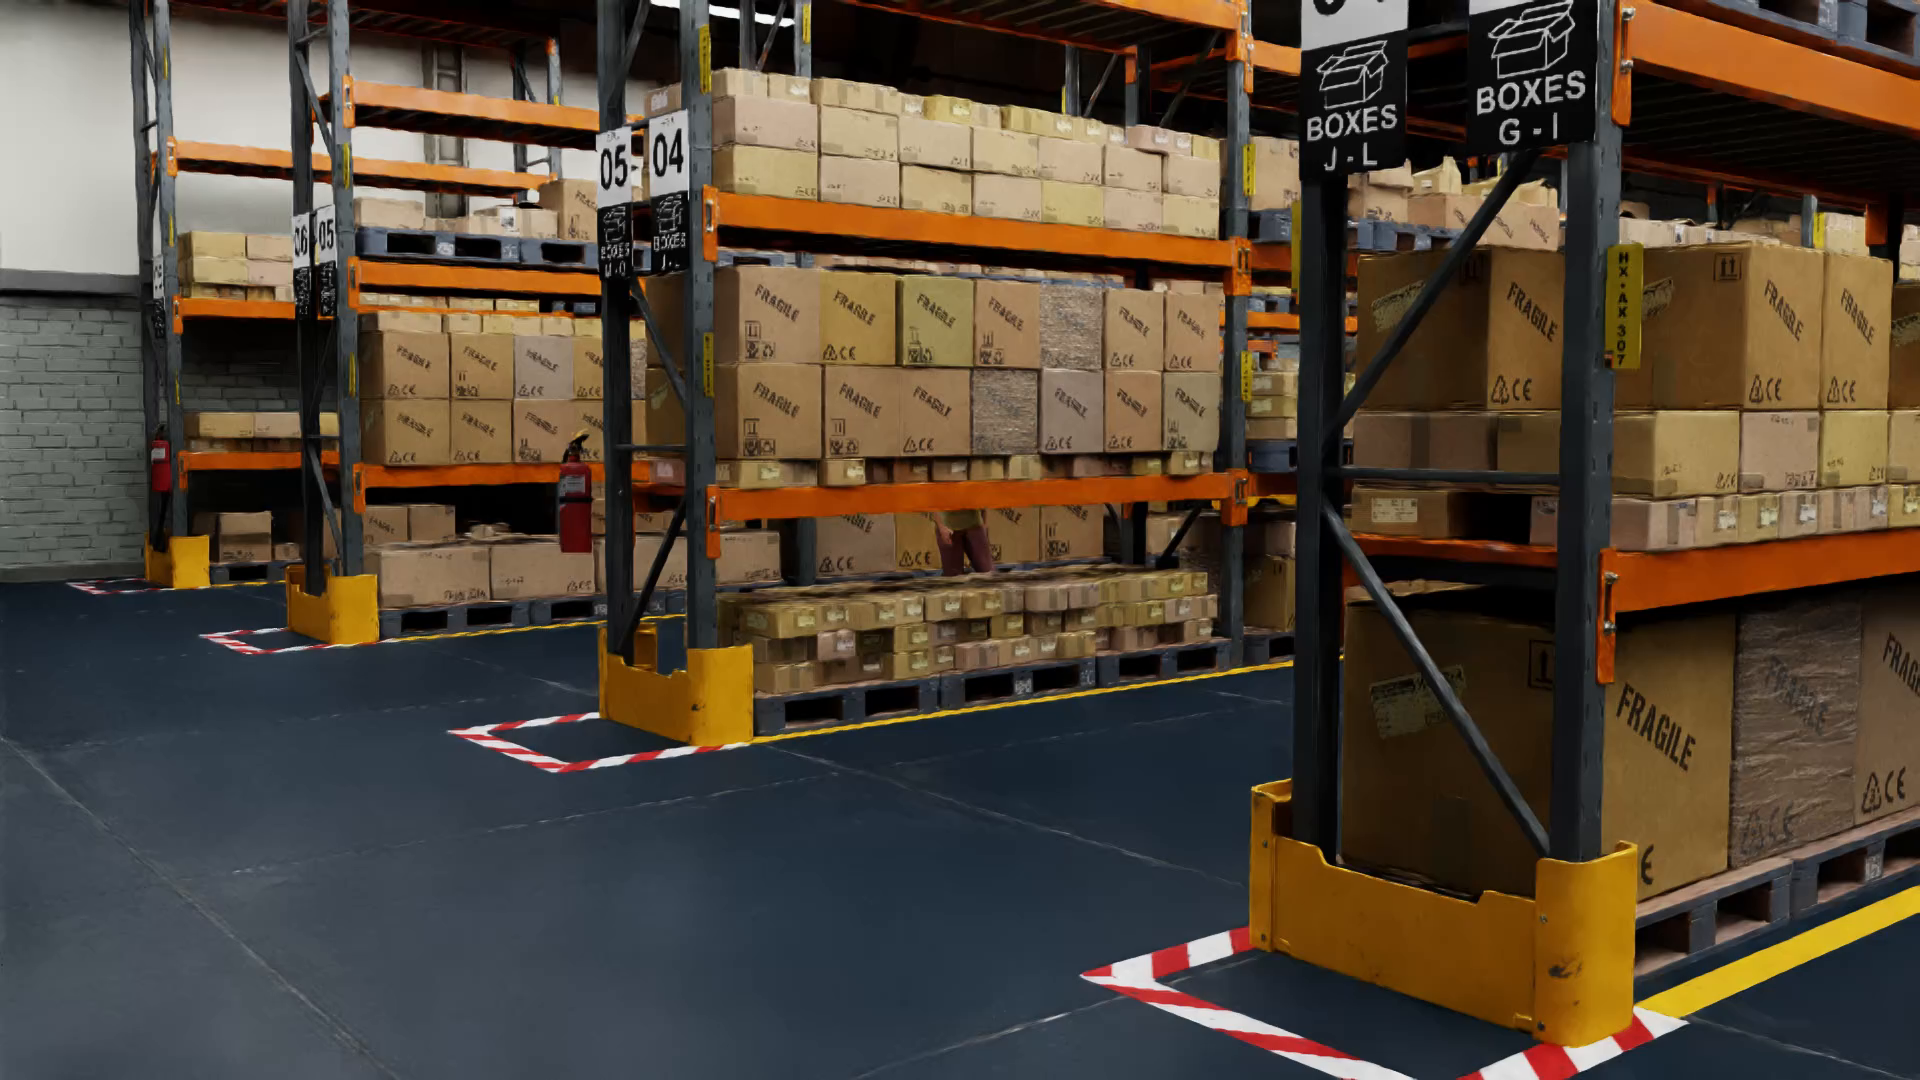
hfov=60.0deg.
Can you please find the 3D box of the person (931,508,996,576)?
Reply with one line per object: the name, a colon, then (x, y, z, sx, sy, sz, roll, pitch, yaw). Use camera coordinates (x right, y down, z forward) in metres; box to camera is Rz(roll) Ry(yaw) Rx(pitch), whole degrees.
person: (0.007, -0.069, 12.031, 0.528, 1.661, 0.446, -1, 5, -16)
